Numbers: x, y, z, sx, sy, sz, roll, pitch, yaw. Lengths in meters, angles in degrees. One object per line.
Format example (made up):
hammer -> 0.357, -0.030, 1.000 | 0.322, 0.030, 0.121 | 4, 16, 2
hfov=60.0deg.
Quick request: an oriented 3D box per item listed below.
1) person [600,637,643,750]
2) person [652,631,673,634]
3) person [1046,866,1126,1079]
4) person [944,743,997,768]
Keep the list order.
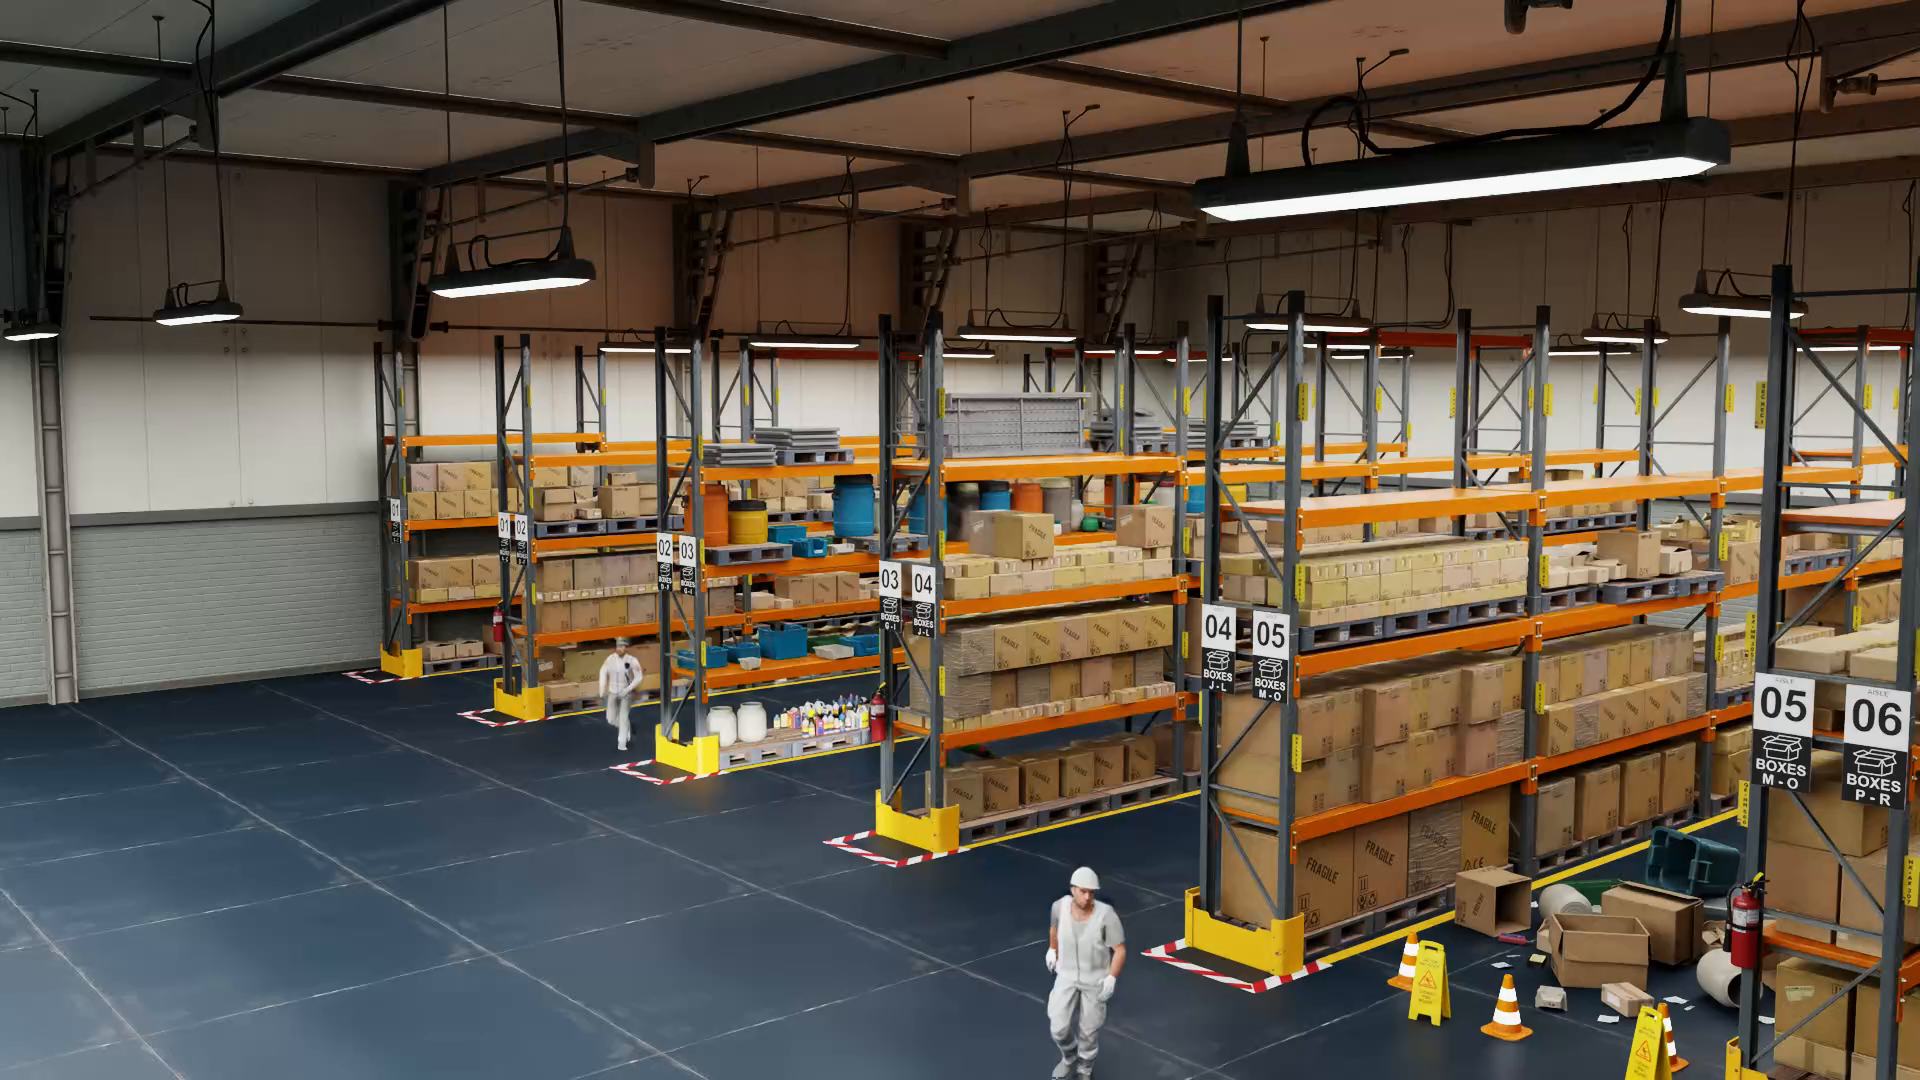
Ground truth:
person -> -4.858, 2.185, 23.853 | 0.669, 1.646, 0.502 | 1, 5, 12
person -> -5.628, 1.521, 31.155 | 0.643, 1.618, 0.918 | 2, 5, 18
person -> 0.875, 3.191, 12.029 | 0.667, 1.724, 0.788 | 1, 5, 15
person -> 0.005, 2.293, 21.477 | 1.088, 1.623, 0.686 | -2, 6, -25
